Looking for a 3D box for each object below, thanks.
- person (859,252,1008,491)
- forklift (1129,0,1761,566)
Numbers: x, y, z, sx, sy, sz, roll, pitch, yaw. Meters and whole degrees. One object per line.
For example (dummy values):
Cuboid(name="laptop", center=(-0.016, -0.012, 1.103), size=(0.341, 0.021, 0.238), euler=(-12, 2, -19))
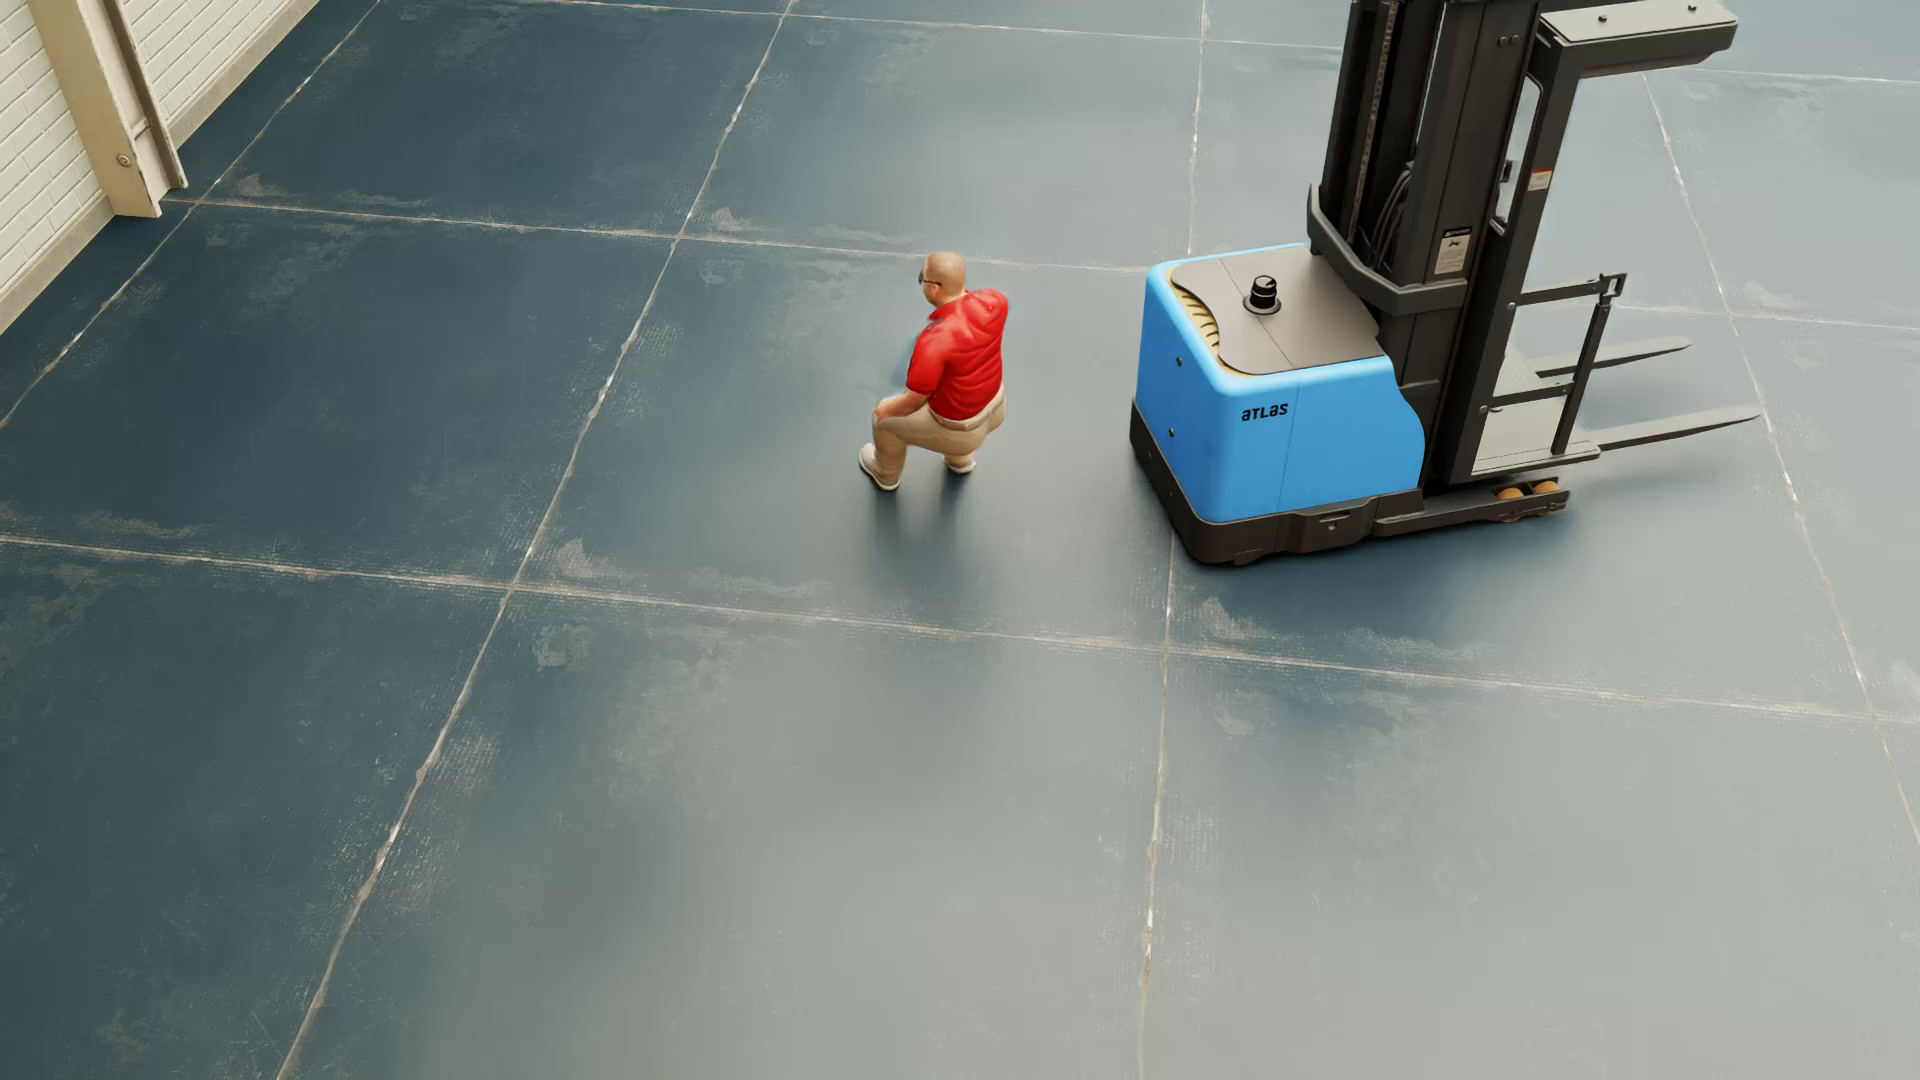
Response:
Cuboid(name="person", center=(-0.191, -0.727, 7.640), size=(0.855, 1.543, 0.824), euler=(25, 48, 25))
Cuboid(name="forklift", center=(2.424, -1.503, 7.360), size=(3.031, 2.935, 1.130), euler=(-10, 43, -11))
